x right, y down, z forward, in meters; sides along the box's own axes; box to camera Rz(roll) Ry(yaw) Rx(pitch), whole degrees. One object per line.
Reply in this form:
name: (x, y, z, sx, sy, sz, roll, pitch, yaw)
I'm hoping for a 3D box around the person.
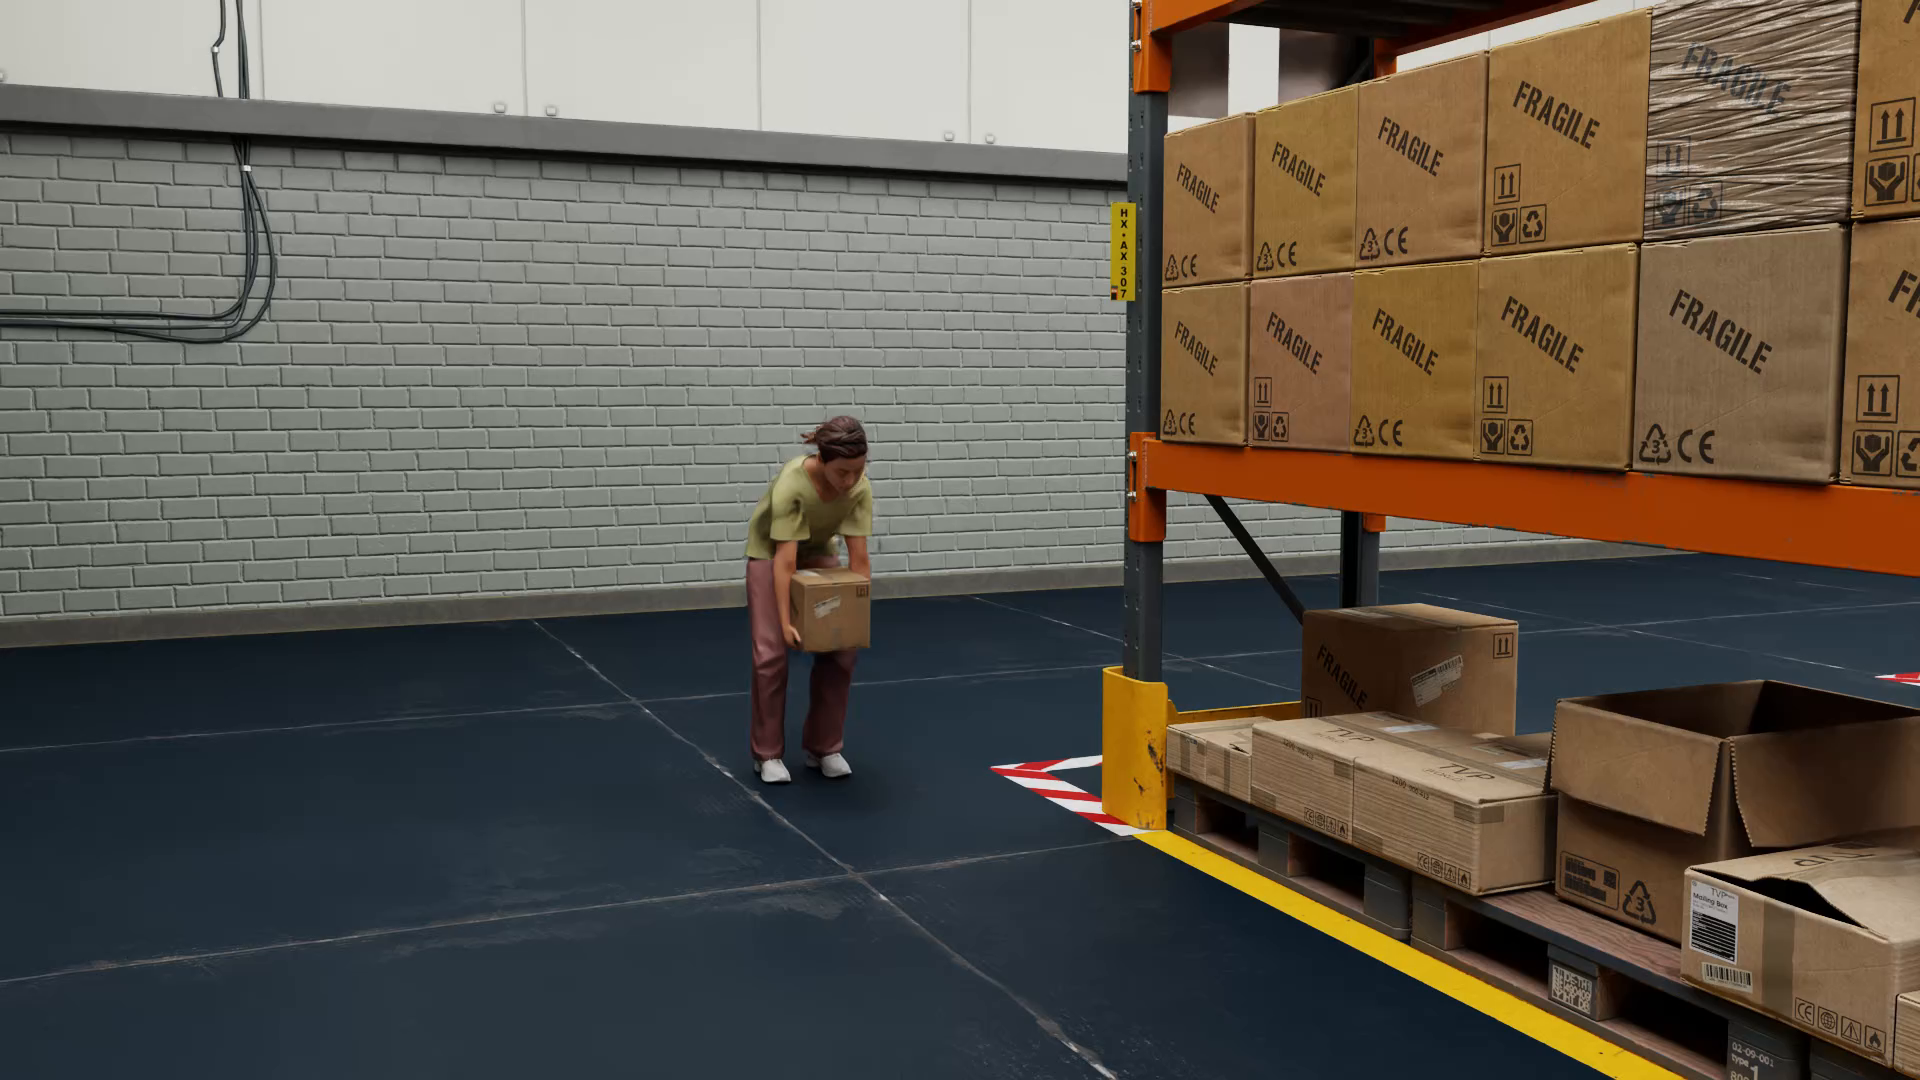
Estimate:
person: (-0.534, 0.230, 6.139, 0.406, 1.380, 0.777, -3, 6, -25)
